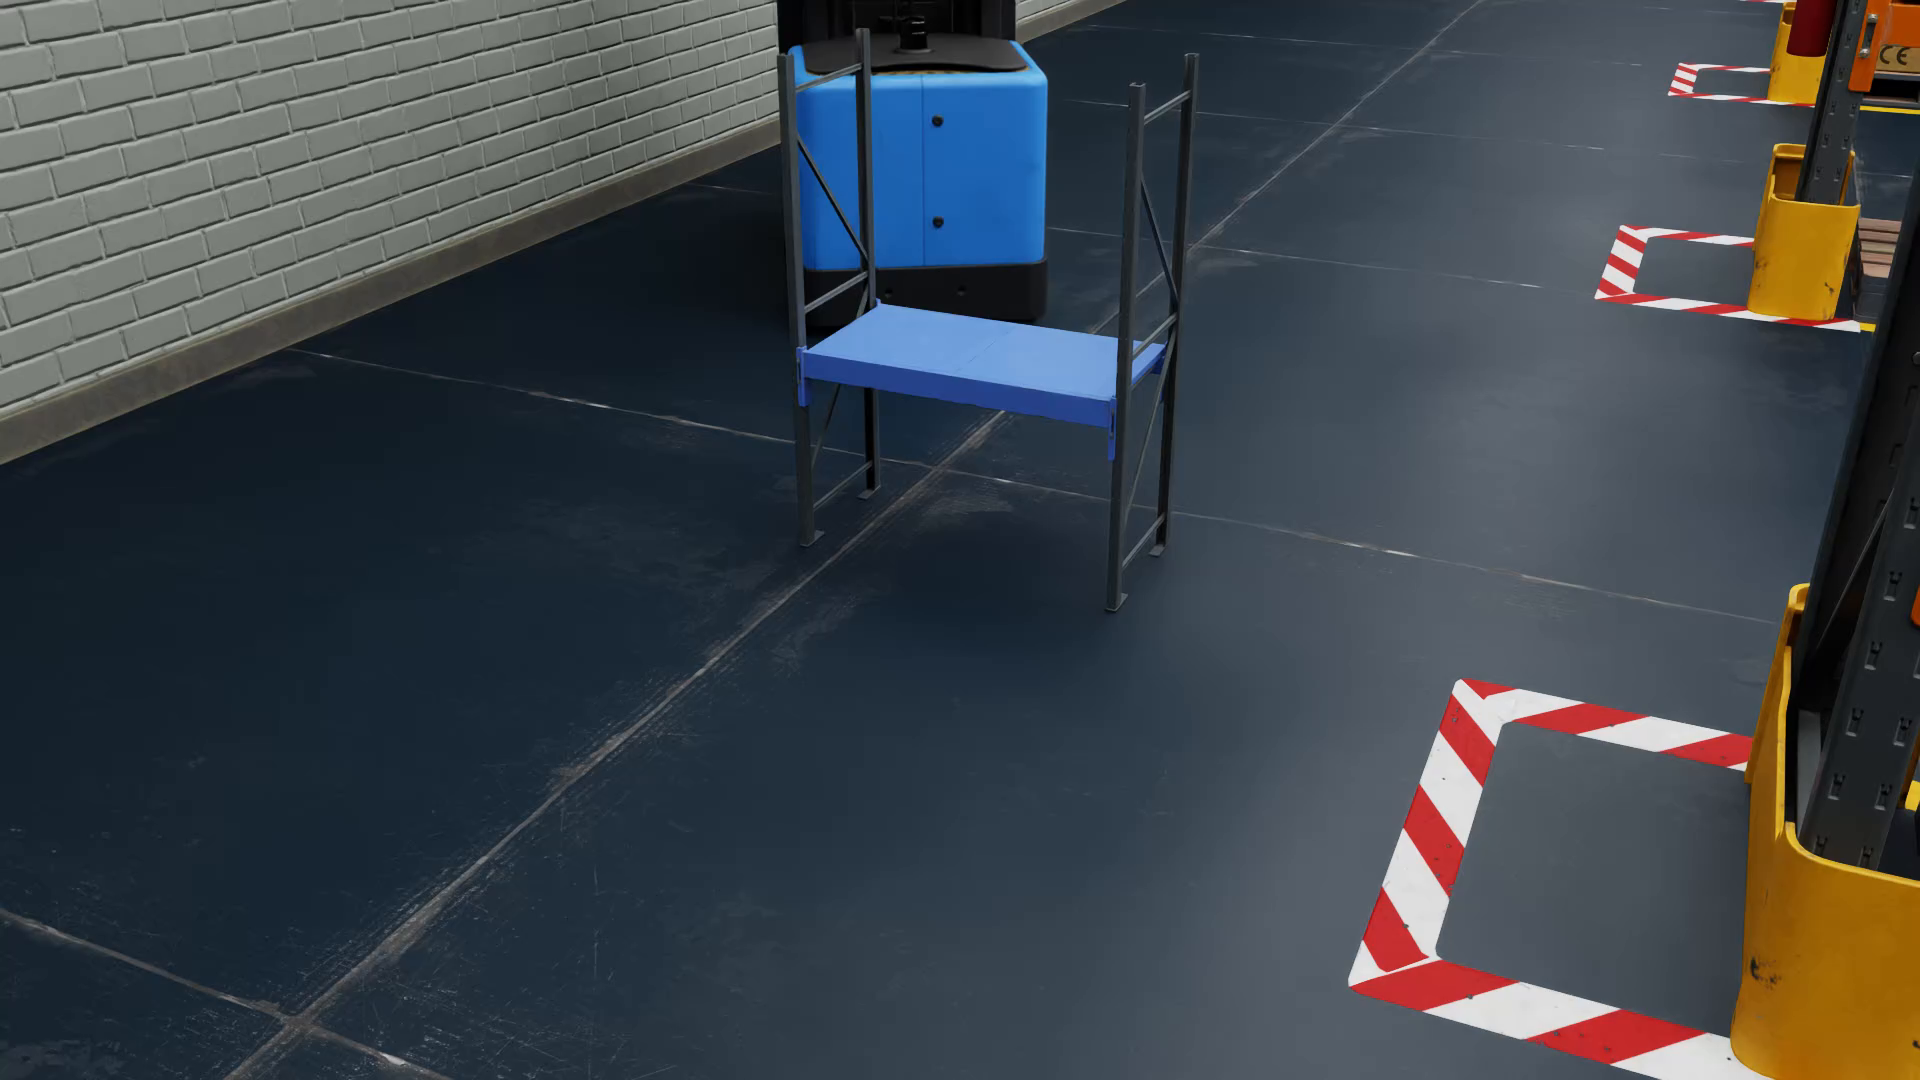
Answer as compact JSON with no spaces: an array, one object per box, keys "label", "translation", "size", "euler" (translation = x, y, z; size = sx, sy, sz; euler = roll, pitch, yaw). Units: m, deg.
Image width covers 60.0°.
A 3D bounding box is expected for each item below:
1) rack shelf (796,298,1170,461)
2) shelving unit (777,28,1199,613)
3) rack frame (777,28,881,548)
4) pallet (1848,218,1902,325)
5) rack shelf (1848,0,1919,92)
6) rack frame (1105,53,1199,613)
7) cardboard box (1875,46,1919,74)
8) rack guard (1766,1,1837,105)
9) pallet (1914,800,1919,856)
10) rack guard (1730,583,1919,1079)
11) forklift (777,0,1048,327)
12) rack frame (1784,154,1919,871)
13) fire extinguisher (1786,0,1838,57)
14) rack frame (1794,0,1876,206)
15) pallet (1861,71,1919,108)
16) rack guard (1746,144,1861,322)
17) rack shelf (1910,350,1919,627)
[{"label":"rack shelf","translation":[0.078,-0.496,4.966],"size":[1.000,0.185,0.538],"euler":[11,28,22]},{"label":"shelving unit","translation":[0.078,-0.657,4.887],"size":[1.048,1.500,0.538],"euler":[11,28,22]},{"label":"rack frame","translation":[-0.385,-0.750,5.076],"size":[0.032,1.500,0.500],"euler":[11,28,22]},{"label":"pallet","translation":[4.597,-1.125,7.297],"size":[1.213,0.211,1.003],"euler":[11,28,22]},{"label":"rack shelf","translation":[5.683,-1.854,6.435],"size":[4.000,0.370,1.077],"euler":[11,28,22]},{"label":"rack frame","translation":[0.540,-0.564,4.698],"size":[0.032,1.500,0.500],"euler":[11,28,22]},{"label":"cardboard box","translation":[6.528,-3.685,11.268],"size":[0.875,0.875,0.875],"euler":[11,28,22]},{"label":"rack guard","translation":[5.891,-3.417,11.625],"size":[0.348,0.500,1.175],"euler":[11,28,22]},{"label":"pallet","translation":[2.604,0.859,3.267],"size":[1.213,0.211,1.003],"euler":[11,28,22]},{"label":"rack guard","translation":[1.878,0.584,3.499],"size":[0.348,0.500,1.175],"euler":[11,28,22]},{"label":"forklift","translation":[-0.318,-2.816,7.652],"size":[1.130,2.935,3.031],"euler":[-3,26,-6]},{"label":"rack frame","translation":[1.808,-0.552,2.975],"size":[0.127,3.000,1.000],"euler":[11,28,22]},{"label":"fire extinguisher","translation":[3.913,-2.551,7.545],"size":[0.183,0.674,0.296],"euler":[11,28,22]},{"label":"rack frame","translation":[3.862,-2.543,7.019],"size":[0.127,3.000,1.000],"euler":[11,28,22]},{"label":"pallet","translation":[6.673,-3.169,11.447],"size":[1.213,0.211,1.003],"euler":[11,28,22]},{"label":"rack guard","translation":[3.835,-1.421,7.569],"size":[0.348,0.500,1.175],"euler":[11,28,22]},{"label":"rack shelf","translation":[3.629,0.137,2.391],"size":[4.000,0.370,1.077],"euler":[11,28,22]}]
